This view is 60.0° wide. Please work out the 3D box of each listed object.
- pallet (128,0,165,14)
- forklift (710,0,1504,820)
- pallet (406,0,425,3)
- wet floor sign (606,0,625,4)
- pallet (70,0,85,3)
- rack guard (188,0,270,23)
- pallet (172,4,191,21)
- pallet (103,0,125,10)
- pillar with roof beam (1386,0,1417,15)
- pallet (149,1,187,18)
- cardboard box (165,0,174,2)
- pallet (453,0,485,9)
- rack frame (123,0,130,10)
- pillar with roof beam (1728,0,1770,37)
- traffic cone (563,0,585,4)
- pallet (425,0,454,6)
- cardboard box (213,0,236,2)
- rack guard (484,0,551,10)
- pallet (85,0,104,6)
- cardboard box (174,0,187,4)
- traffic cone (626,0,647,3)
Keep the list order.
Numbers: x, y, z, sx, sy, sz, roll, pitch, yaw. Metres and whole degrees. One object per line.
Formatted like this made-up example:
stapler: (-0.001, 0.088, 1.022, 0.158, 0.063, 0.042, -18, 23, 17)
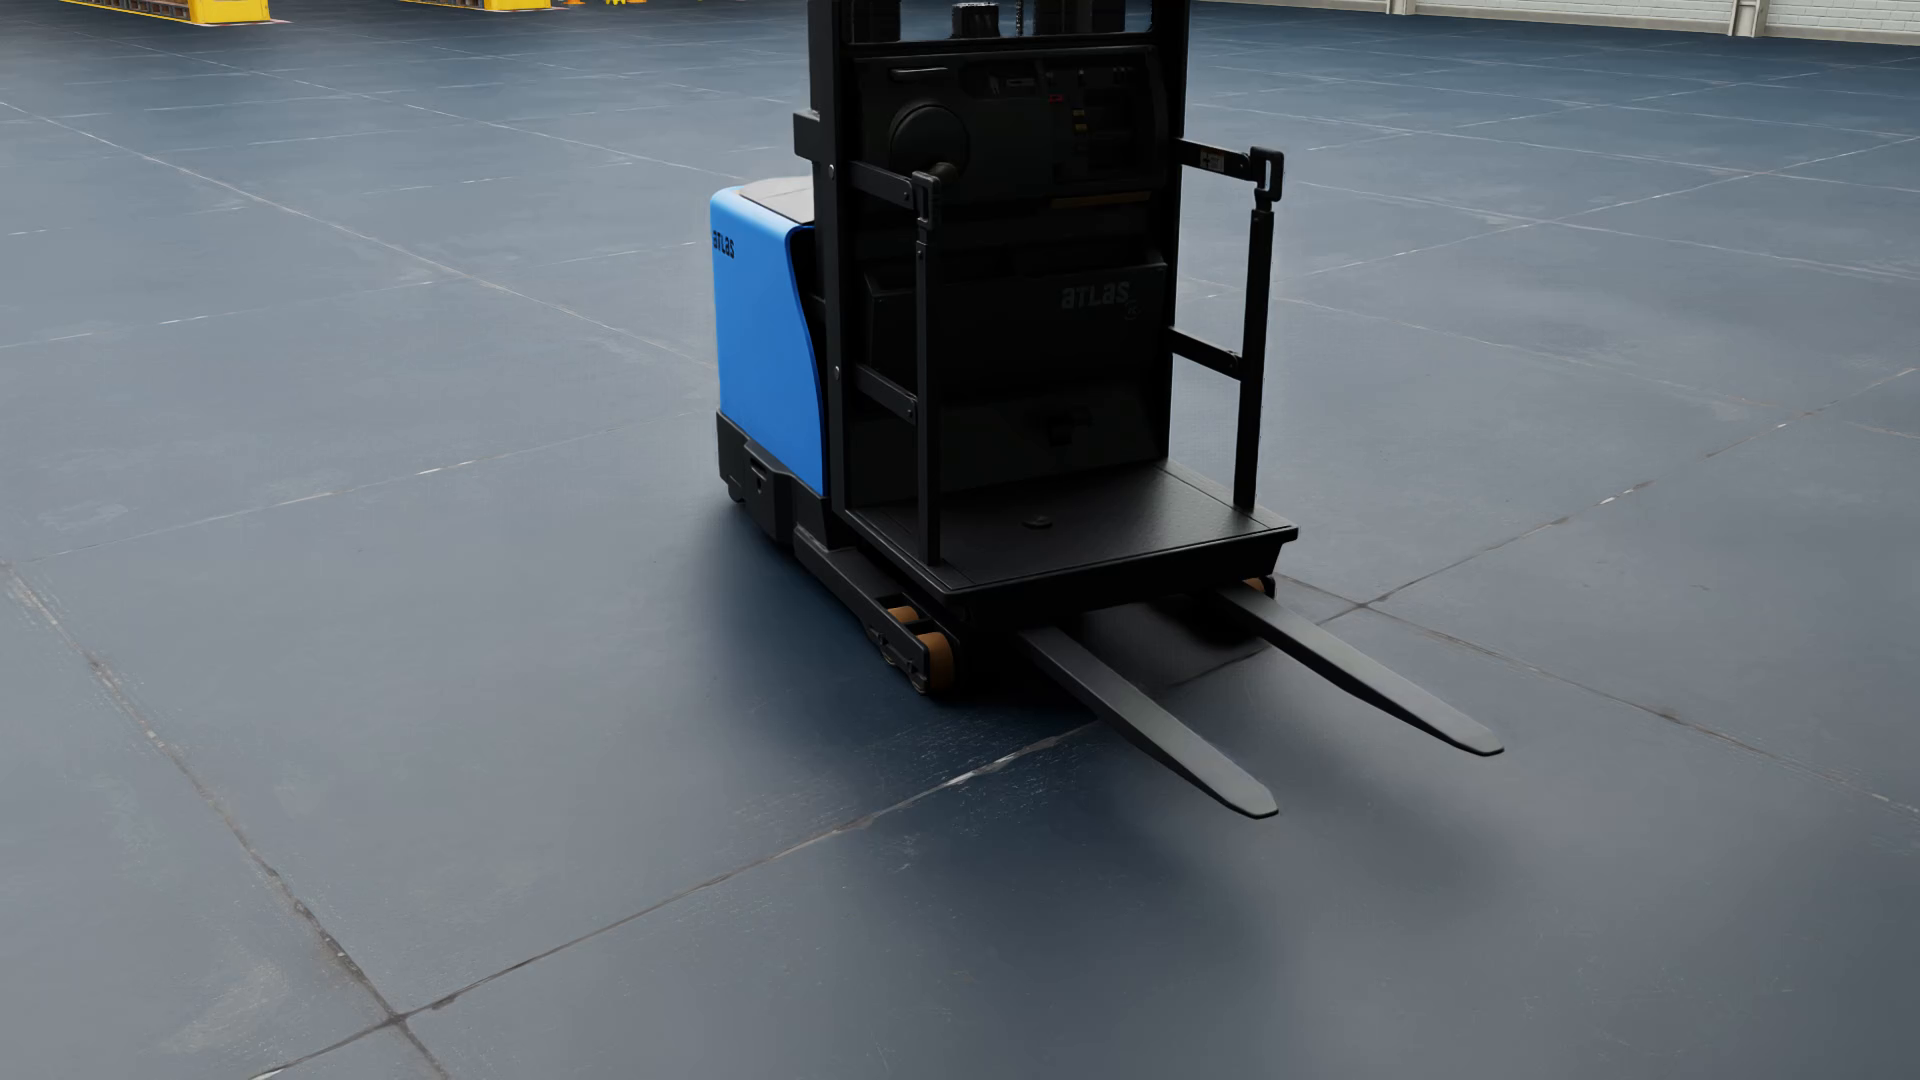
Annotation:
pallet: (-13.912, -9.415, 29.233, 1.003, 0.211, 1.213, -17, 27, -37)
forklift: (0.248, -1.136, 4.366, 1.130, 2.935, 3.031, -10, 24, -24)
pallet: (-10.116, -10.516, 32.045, 1.003, 0.211, 1.213, -17, 27, -37)
wet floor sign: (-6.424, -10.306, 30.911, 0.232, 0.644, 0.267, 17, 27, 36)
pallet: (-16.479, -10.481, 31.955, 1.003, 0.211, 1.213, -17, 27, -37)
rack guard: (-11.816, -8.643, 26.865, 1.175, 0.500, 0.348, -17, 27, -37)
pallet: (-12.319, -8.741, 27.512, 1.003, 0.211, 1.213, -17, 27, -37)
pallet: (-14.886, -9.807, 30.234, 1.003, 0.211, 1.213, -17, 27, -37)
pillar with roof beam: (4.299, -12.187, 24.261, 9.100, 9.000, 0.400, -17, 27, -37)
pallet: (-13.111, -9.078, 28.372, 1.003, 0.211, 1.213, -17, 27, -37)
cardboard box: (-13.302, -9.493, 28.460, 0.500, 0.500, 0.500, 19, 29, 40)
pallet: (-8.524, -9.842, 30.324, 1.003, 0.211, 1.213, -17, 27, -37)
rack frame: (-14.377, -10.891, 29.177, 1.000, 3.000, 0.127, -17, 27, -37)
pillar with roof beam: (8.216, -10.530, 20.029, 9.100, 9.000, 0.400, -17, 27, -37)
traffic cone: (-7.213, -10.242, 30.999, 0.336, 0.463, 0.334, -17, 27, -37)
pallet: (-9.316, -10.179, 31.184, 1.003, 0.211, 1.213, -17, 27, -37)
cardboard box: (-12.161, -8.994, 27.185, 0.500, 0.500, 0.500, -12, 24, -28)
rack guard: (-7.927, -9.768, 29.737, 1.175, 0.500, 0.348, -17, 27, -37)
pallet: (-15.687, -10.144, 31.095, 1.003, 0.211, 1.213, -17, 27, -37)
cardboard box: (-12.971, -9.328, 28.039, 0.500, 0.500, 0.500, -14, 26, -33)
traffic cone: (-6.135, -10.417, 31.446, 0.336, 0.463, 0.334, -17, 27, -37)
